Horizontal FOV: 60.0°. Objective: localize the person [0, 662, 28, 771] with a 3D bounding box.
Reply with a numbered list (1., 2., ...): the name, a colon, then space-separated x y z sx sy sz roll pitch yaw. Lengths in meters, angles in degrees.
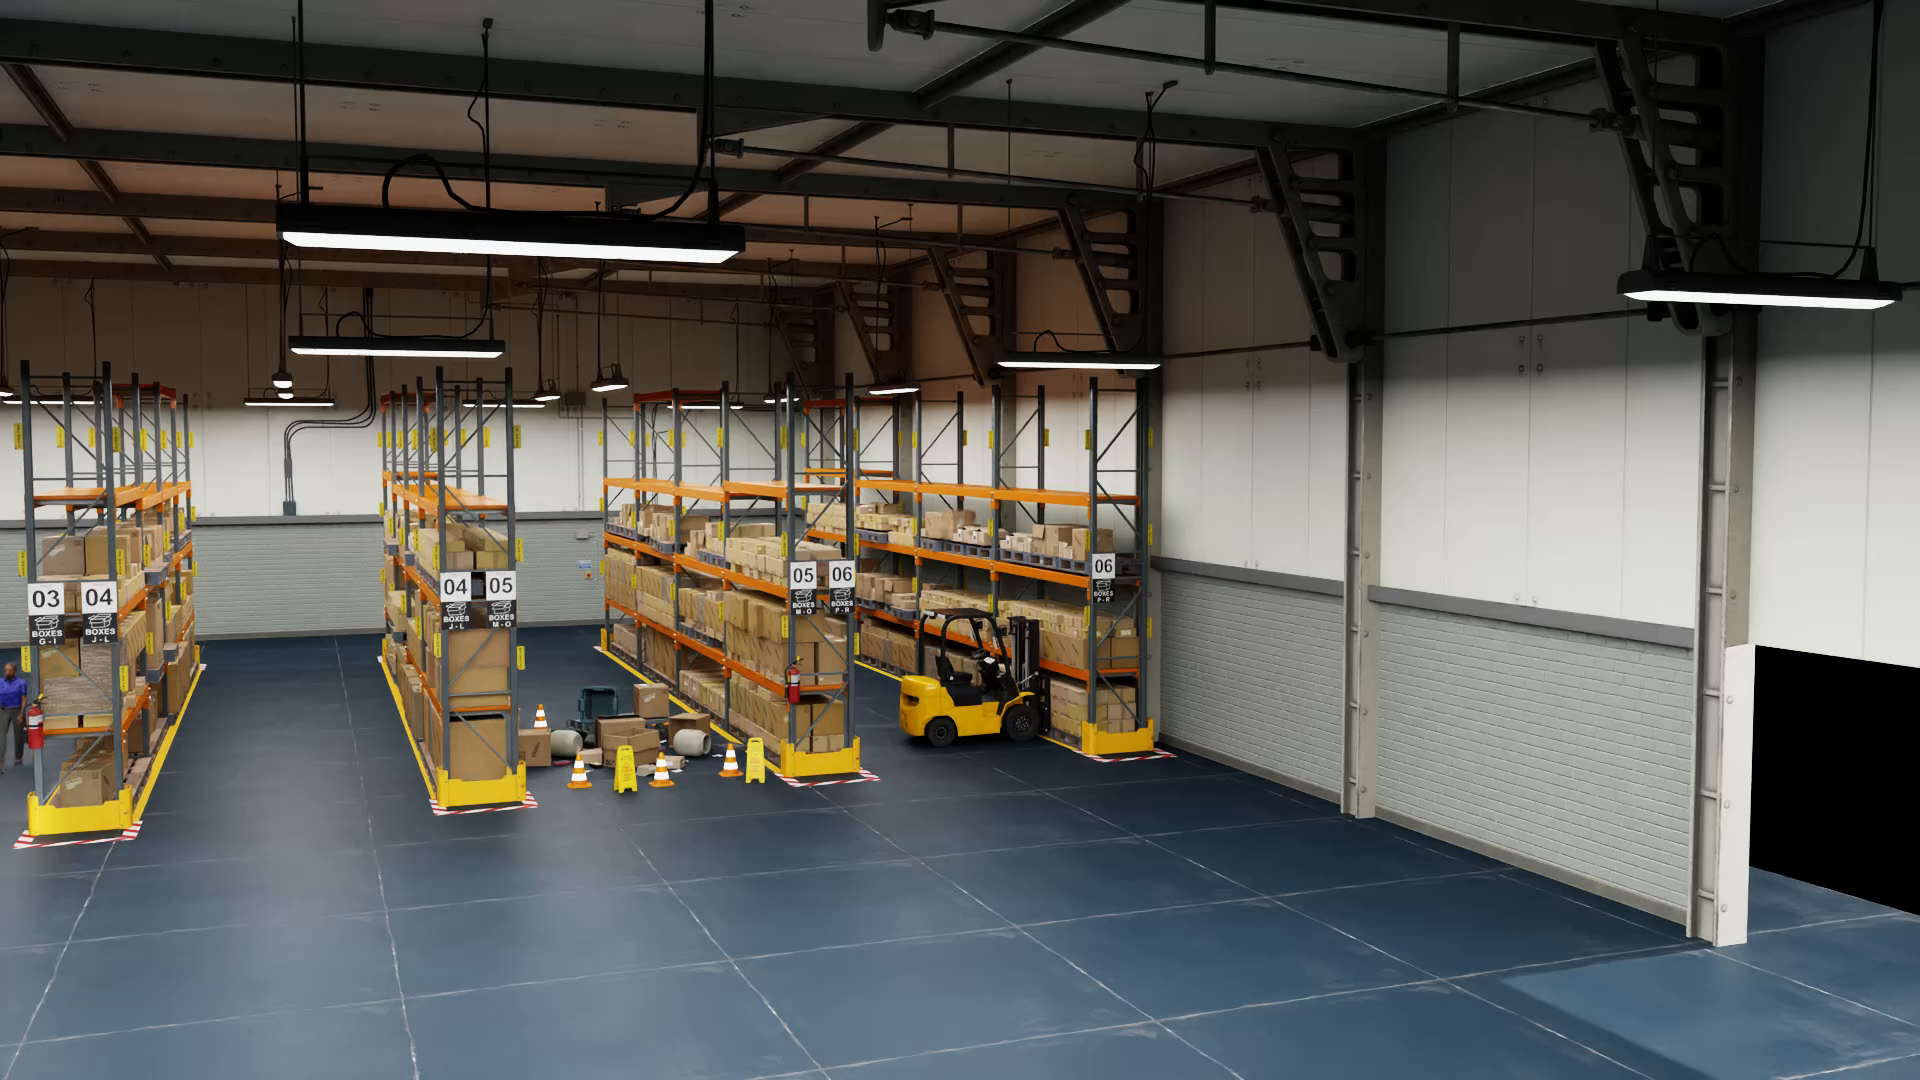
1. person: -14.406 2.657 25.213 0.478 1.612 0.946 -2 4 -29
